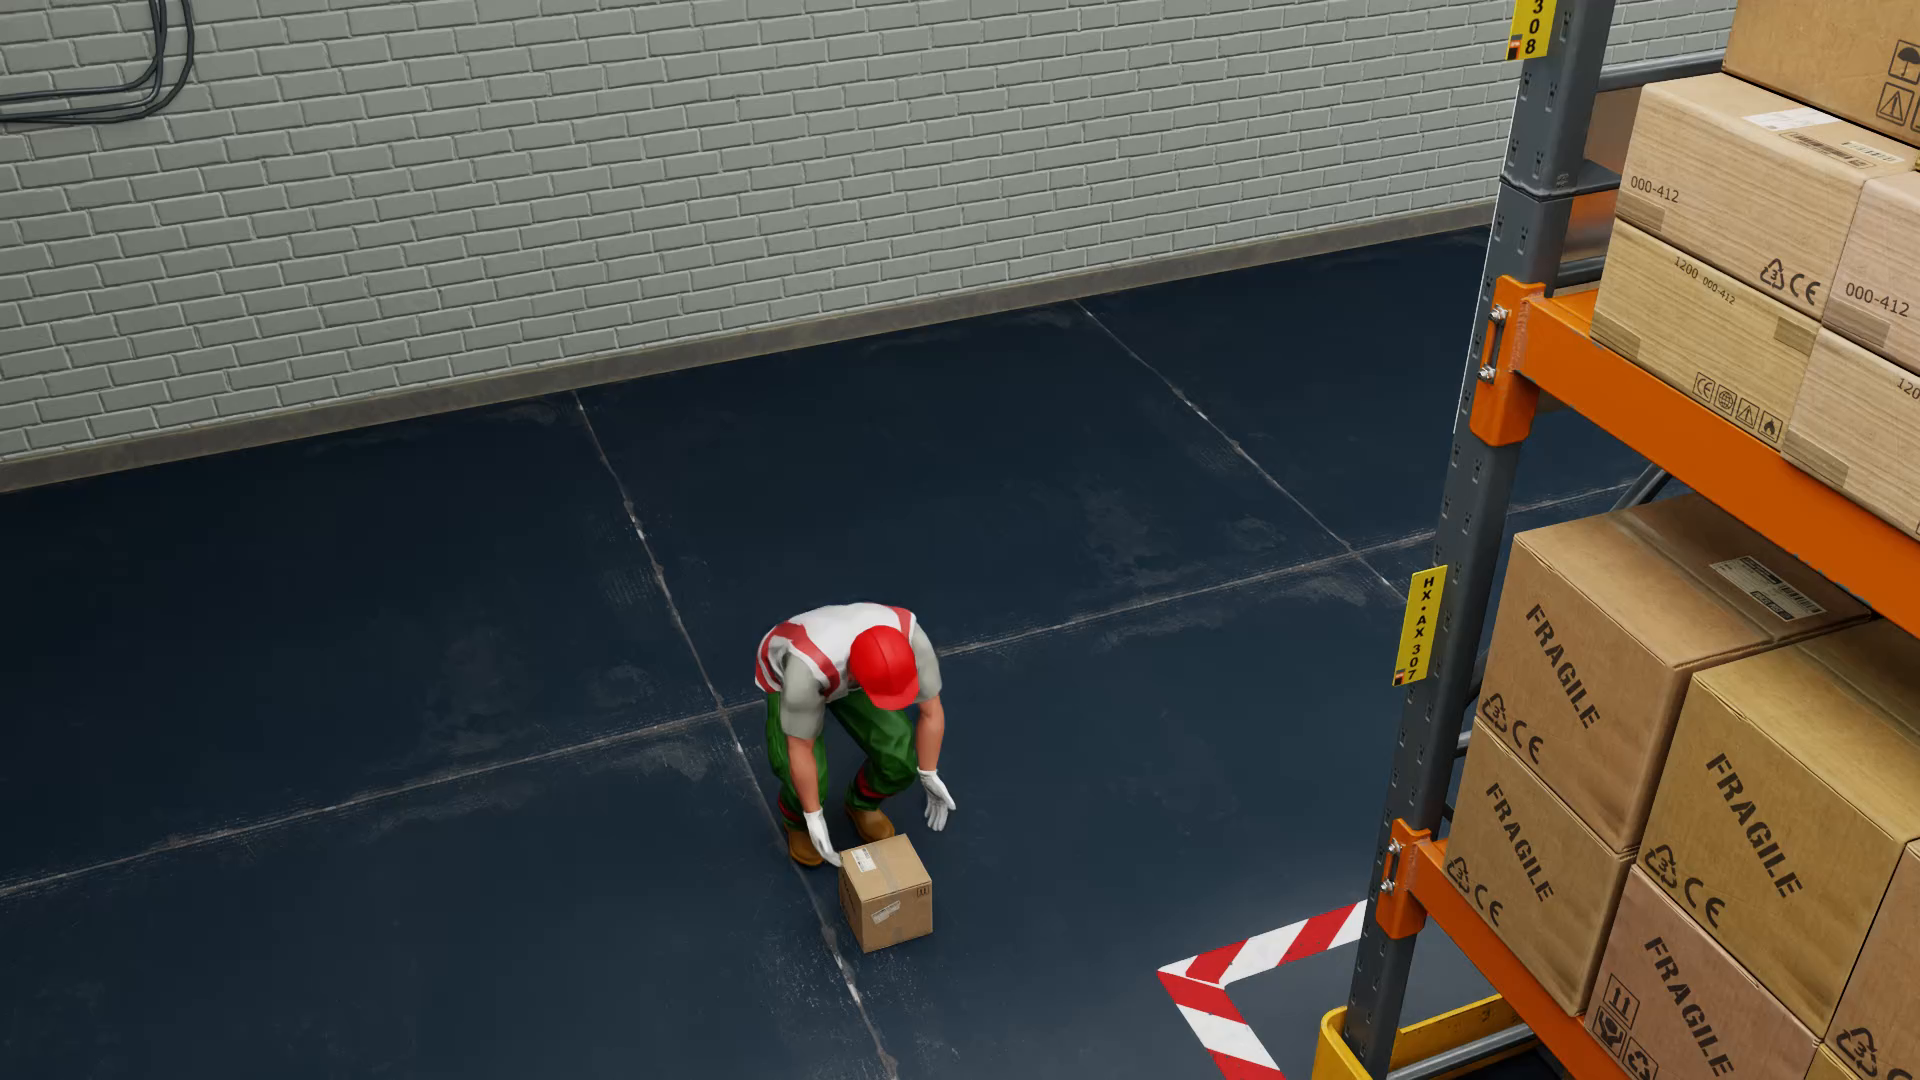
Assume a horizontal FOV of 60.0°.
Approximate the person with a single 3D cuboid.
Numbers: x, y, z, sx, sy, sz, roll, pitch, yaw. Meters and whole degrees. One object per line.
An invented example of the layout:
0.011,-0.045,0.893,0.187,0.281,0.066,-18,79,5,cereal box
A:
-0.376,0.604,5.716,0.585,1.125,0.852,-13,35,-19,person
